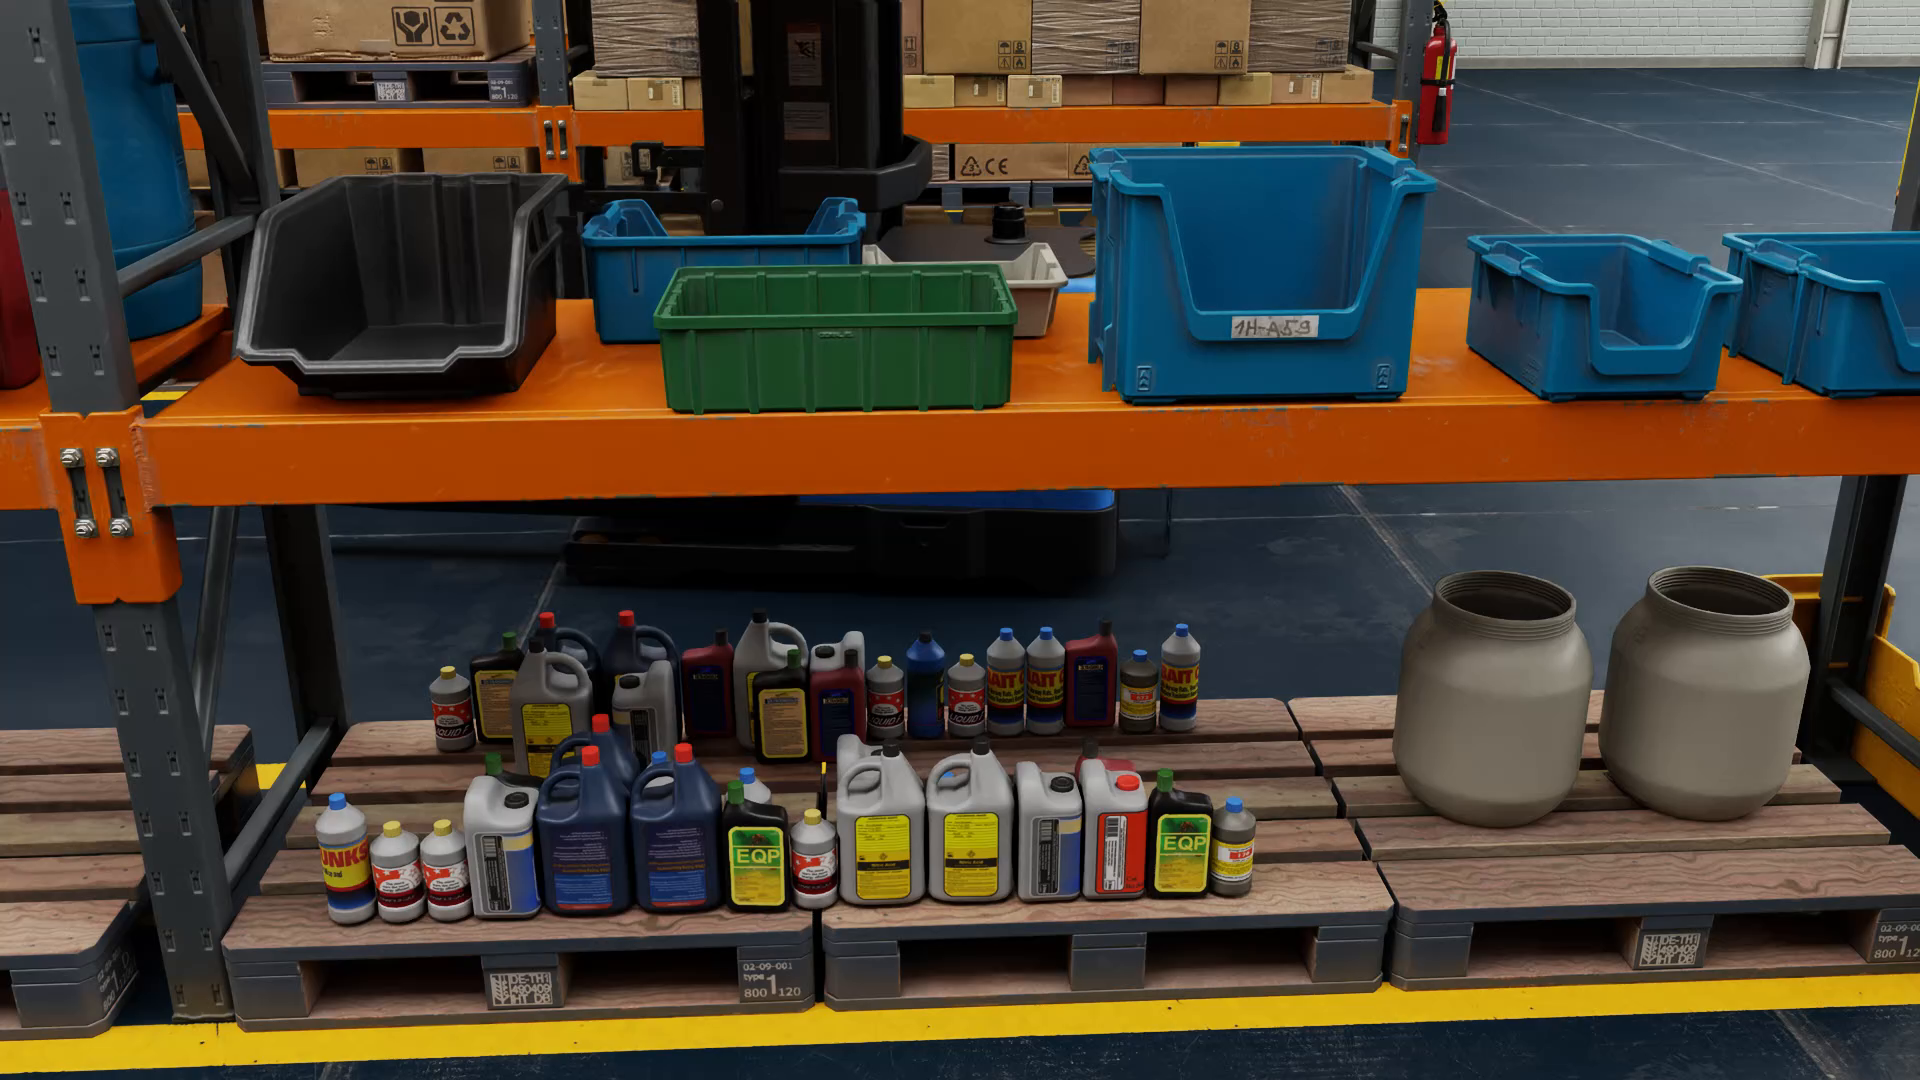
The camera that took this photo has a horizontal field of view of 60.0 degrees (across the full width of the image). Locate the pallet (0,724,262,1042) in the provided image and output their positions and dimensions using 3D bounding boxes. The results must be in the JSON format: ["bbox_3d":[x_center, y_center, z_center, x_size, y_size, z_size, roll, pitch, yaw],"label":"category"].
[{"bbox_3d":[-2.390,0.761,3.825,1.213,0.211,1.003,-1,21,-3],"label":"pallet"}]

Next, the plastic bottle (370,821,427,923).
[{"bbox_3d":[-1.163,0.678,3.440,0.097,0.201,0.097,0,21,0],"label":"plastic bottle"}]

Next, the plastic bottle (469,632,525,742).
[{"bbox_3d":[-1.146,0.365,4.145,0.133,0.283,0.061,0,21,0],"label":"plastic bottle"}]

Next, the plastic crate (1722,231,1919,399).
[{"bbox_3d":[1.903,-0.467,3.340,0.616,0.251,0.499,-1,21,-3],"label":"plastic crate"}]

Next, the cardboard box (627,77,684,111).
[{"bbox_3d":[-1.408,-2.112,7.805,0.250,0.149,0.380,-1,21,-3],"label":"cardboard box"}]

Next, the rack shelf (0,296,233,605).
[{"bbox_3d":[-3.605,-0.195,3.428,4.000,0.370,1.077,-1,21,-3],"label":"rack shelf"}]

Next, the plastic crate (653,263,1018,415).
[{"bbox_3d":[-0.237,-0.400,3.253,0.662,0.188,0.450,-1,21,-3],"label":"plastic crate"}]

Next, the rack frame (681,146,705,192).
[{"bbox_3d":[-2.073,-4.095,12.661,0.127,3.000,1.000,-1,21,-3],"label":"rack frame"}]

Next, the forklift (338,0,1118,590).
[{"bbox_3d":[-0.944,-1.400,5.678,3.031,2.935,1.130,2,21,5],"label":"forklift"}]

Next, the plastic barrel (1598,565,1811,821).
[{"bbox_3d":[1.733,0.354,3.881,0.421,0.512,0.421,0,21,0],"label":"plastic barrel"}]

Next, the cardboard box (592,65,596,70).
[{"bbox_3d":[-1.693,-2.322,8.358,0.250,0.149,0.380,-1,21,-3],"label":"cardboard box"}]

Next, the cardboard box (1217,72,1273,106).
[{"bbox_3d":[1.334,-2.188,8.004,0.250,0.149,0.380,-1,21,-3],"label":"cardboard box"}]

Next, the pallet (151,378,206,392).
[{"bbox_3d":[-3.889,-0.986,8.413,1.213,0.211,1.003,-1,21,-3],"label":"pallet"}]

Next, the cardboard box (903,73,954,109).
[{"bbox_3d":[-0.162,-2.146,7.896,0.250,0.149,0.380,-1,21,-3],"label":"cardboard box"}]

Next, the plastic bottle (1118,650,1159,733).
[{"bbox_3d":[0.454,0.378,4.228,0.097,0.201,0.097,0,21,0],"label":"plastic bottle"}]

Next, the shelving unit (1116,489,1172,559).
[{"bbox_3d":[0.664,-0.540,5.853,0.189,1.200,0.258,2,21,5],"label":"shelving unit"}]

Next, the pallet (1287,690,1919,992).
[{"bbox_3d":[1.501,0.683,4.030,1.213,0.211,1.003,-1,21,-3],"label":"pallet"}]

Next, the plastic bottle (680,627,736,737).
[{"bbox_3d":[-0.630,0.355,4.173,0.133,0.283,0.061,0,21,1],"label":"plastic bottle"}]

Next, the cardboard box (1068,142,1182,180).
[{"bbox_3d":[1.247,-3.342,13.080,0.875,0.875,0.875,-1,21,-3],"label":"cardboard box"}]

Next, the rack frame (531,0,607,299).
[{"bbox_3d":[-1.891,-2.331,8.028,0.127,3.000,1.000,-1,21,-3],"label":"rack frame"}]

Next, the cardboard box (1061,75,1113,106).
[{"bbox_3d":[0.583,-2.185,7.996,0.250,0.149,0.380,-1,21,-3],"label":"cardboard box"}]

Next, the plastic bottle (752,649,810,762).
[{"bbox_3d":[-0.436,0.402,4.048,0.133,0.283,0.061,-1,21,-3],"label":"plastic bottle"}]

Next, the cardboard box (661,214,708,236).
[{"bbox_3d":[-1.489,-1.353,8.382,0.500,0.500,0.500,-2,21,-5],"label":"cardboard box"}]

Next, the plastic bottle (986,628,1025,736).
[{"bbox_3d":[0.116,0.352,4.198,0.097,0.271,0.097,0,21,0],"label":"plastic bottle"}]

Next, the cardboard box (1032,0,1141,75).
[{"bbox_3d":[0.558,-2.549,8.042,0.500,0.500,0.875,-1,21,-3],"label":"cardboard box"}]

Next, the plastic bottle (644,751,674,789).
[{"bbox_3d":[-0.640,0.583,3.590,0.097,0.271,0.097,0,21,0],"label":"plastic bottle"}]

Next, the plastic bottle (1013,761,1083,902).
[{"bbox_3d":[0.185,0.606,3.524,0.135,0.276,0.152,-2,21,-5],"label":"plastic bottle"}]

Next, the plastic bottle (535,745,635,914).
[{"bbox_3d":[-0.778,0.592,3.455,0.185,0.351,0.144,-1,21,-2],"label":"plastic bottle"}]

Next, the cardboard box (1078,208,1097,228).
[{"bbox_3d":[0.884,-1.409,8.530,0.500,0.500,0.500,4,21,11],"label":"cardboard box"}]

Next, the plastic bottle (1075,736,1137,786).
[{"bbox_3d":[0.317,0.562,3.629,0.133,0.283,0.061,-1,21,-3],"label":"plastic bottle"}]

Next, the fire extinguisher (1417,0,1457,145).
[{"bbox_3d":[2.243,-2.215,7.831,0.183,0.674,0.296,-1,21,-3],"label":"fire extinguisher"}]

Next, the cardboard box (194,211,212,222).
[{"bbox_3d":[-4.098,-1.338,8.314,0.500,0.500,0.700,1,21,1],"label":"cardboard box"}]

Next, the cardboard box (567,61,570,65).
[{"bbox_3d":[-5.461,-6.644,22.102,0.625,0.625,0.875,0,21,-1],"label":"cardboard box"}]

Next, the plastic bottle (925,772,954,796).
[{"bbox_3d":[-0.030,0.603,3.635,0.097,0.201,0.097,0,21,0],"label":"plastic bottle"}]

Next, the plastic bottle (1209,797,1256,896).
[{"bbox_3d":[0.577,0.642,3.533,0.097,0.201,0.097,0,21,0],"label":"plastic bottle"}]

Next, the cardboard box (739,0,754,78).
[{"bbox_3d":[-0.937,-2.502,7.917,0.500,0.500,0.875,-1,21,-3],"label":"cardboard box"}]

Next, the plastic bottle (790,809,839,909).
[{"bbox_3d":[-0.306,0.660,3.485,0.097,0.201,0.097,0,21,0],"label":"plastic bottle"}]

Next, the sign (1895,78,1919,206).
[{"bbox_3d":[2.359,-0.978,4.084,0.005,0.325,0.100,-1,21,-3],"label":"sign"}]

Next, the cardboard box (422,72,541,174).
[{"bbox_3d":[-3.651,-3.177,12.822,0.750,0.750,1.050,-1,21,-3],"label":"cardboard box"}]

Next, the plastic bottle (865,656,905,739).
[{"bbox_3d":[-0.189,0.391,4.194,0.097,0.201,0.097,0,21,0],"label":"plastic bottle"}]

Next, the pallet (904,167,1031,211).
[{"bbox_3d":[-0.088,-2.805,13.193,1.213,0.211,1.003,-1,21,-3],"label":"pallet"}]

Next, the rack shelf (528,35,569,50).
[{"bbox_3d":[-4.070,-3.718,12.682,4.000,0.370,1.077,-1,21,-3],"label":"rack shelf"}]
